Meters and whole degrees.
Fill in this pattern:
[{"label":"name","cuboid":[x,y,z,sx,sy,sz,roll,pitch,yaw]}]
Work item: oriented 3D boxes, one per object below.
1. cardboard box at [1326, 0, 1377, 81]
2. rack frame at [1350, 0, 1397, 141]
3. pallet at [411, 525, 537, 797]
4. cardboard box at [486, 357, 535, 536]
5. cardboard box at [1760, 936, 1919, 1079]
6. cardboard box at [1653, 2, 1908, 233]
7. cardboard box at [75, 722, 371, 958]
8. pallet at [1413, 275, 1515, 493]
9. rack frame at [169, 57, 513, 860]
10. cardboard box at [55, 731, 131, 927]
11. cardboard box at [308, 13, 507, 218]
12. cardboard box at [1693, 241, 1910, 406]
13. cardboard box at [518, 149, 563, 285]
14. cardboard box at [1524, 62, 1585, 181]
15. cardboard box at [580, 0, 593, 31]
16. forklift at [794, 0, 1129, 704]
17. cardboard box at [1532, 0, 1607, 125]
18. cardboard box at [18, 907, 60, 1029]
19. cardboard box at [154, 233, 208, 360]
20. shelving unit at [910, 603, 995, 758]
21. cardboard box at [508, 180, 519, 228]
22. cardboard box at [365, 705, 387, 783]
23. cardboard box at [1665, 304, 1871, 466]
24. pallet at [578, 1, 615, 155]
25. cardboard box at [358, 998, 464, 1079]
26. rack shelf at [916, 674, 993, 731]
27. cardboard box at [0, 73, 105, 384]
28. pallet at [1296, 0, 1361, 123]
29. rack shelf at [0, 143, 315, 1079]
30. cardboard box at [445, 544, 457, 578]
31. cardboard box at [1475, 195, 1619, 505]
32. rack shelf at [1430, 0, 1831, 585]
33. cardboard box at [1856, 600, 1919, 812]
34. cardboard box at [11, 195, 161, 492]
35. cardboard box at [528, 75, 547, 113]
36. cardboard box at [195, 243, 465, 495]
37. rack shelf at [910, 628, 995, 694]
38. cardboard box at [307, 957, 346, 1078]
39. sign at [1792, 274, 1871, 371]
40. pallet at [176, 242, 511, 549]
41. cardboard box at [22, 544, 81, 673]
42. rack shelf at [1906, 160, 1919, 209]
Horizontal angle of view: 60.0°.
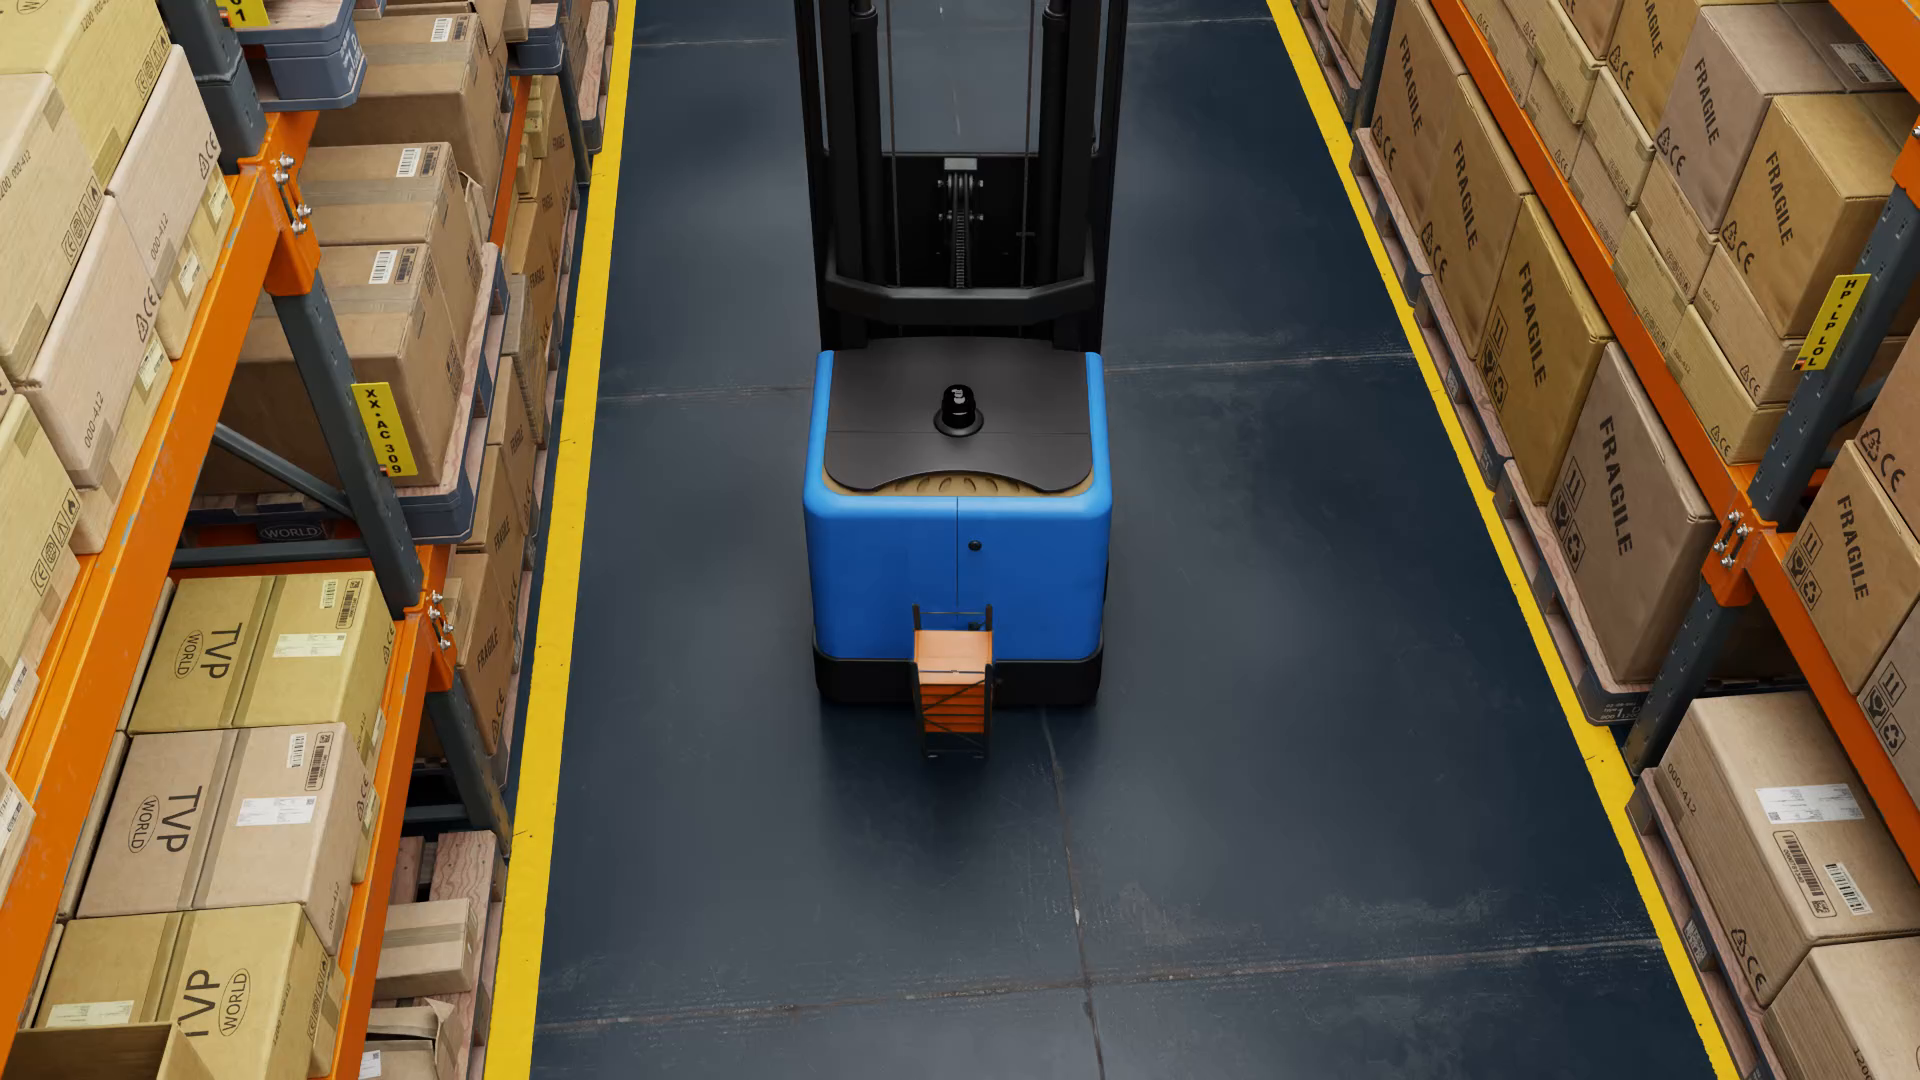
[{"label":"cardboard box","cuboid":[2.524,-2.798,8.855,0.950,0.372,0.625,-6,47,-6]},{"label":"rack frame","cuboid":[2.561,-3.148,7.666,1.000,3.000,0.127,-3,47,-3]},{"label":"pallet","cuboid":[-2.156,0.423,6.204,1.003,0.211,1.213,-3,47,-3]},{"label":"cardboard box","cuboid":[-1.958,-0.344,6.443,0.500,0.500,0.500,-5,47,-4]},{"label":"cardboard box","cuboid":[2.917,1.591,4.653,0.875,0.438,0.875,-5,47,-4]},{"label":"cardboard box","cuboid":[2.558,-1.314,5.171,0.500,0.500,0.500,-3,47,-3]},{"label":"cardboard box","cuboid":[-1.707,0.715,3.906,0.500,0.250,0.500,-3,47,-3]},{"label":"pallet","cuboid":[2.651,-0.734,7.300,1.003,0.211,1.213,-3,47,-3]},{"label":"rack frame","cuboid":[-2.050,0.050,4.637,1.000,3.000,0.127,-3,47,-3]},{"label":"cardboard box","cuboid":[-2.228,0.737,3.885,0.500,0.250,0.500,-4,47,-4]},{"label":"cardboard box","cuboid":[-1.976,-1.435,5.685,0.700,0.500,0.500,-4,47,-3]},{"label":"cardboard box","cuboid":[2.617,-0.679,5.086,0.500,0.250,0.500,-4,47,-3]},{"label":"cardboard box","cuboid":[-2.104,-1.473,7.512,0.500,0.500,0.500,-4,47,-4]},{"label":"cardboard box","cuboid":[2.495,-1.620,6.322,0.500,0.250,0.500,-3,47,-3]},{"label":"cardboard box","cuboid":[-2.486,-3.096,8.963,0.875,0.625,0.625,-2,47,-2]},{"label":"forklift","cuboid":[0.006,-1.461,6.115,1.130,2.935,3.031,0,47,0]},{"label":"cardboard box","cuboid":[2.459,-1.784,6.132,0.500,0.250,0.500,-3,47,-3]},{"label":"cardboard box","cuboid":[-2.190,0.835,3.275,0.500,0.500,0.500,-5,47,-4]},{"label":"cardboard box","cuboid":[-1.708,-0.475,3.241,0.380,0.149,0.250,-4,47,-3]},{"label":"shelving unit","cuboid":[-0.019,0.488,5.474,0.258,1.200,0.189,1,70,1]},{"label":"cardboard box","cuboid":[-2.082,-1.427,7.021,0.380,0.149,0.250,-2,47,-2]},{"label":"cardboard box","cuboid":[-1.728,0.539,4.347,0.380,0.149,0.250,-2,47,-2]},{"label":"cardboard box","cuboid":[2.607,-0.512,5.272,0.500,0.250,0.500,-4,47,-4]},{"label":"pallet","cuboid":[-2.415,-2.483,8.956,1.003,0.211,1.213,-3,47,-3]},{"label":"cardboard box","cuboid":[-1.681,1.489,4.867,0.396,0.266,0.258,-2,47,-2]},{"label":"rack shelf","cuboid":[-0.018,0.545,5.628,0.258,0.103,0.180,1,70,1]},{"label":"cardboard box","cuboid":[-1.716,-0.487,2.633,0.500,0.250,0.500,-4,47,-4]},{"label":"pallet","cuboid":[2.497,-2.755,9.214,1.003,0.211,1.213,-3,47,-3]},{"label":"rack shelf","cuboid":[-1.882,0.713,2.438,1.077,0.370,4.000,-3,47,-3]},{"label":"cardboard box","cuboid":[-1.915,0.071,5.603,0.380,0.149,0.250,-5,47,-4]},{"label":"cardboard box","cuboid":[2.681,-0.765,6.583,0.875,0.875,0.875,-2,47,-2]},{"label":"rack shelf","cuboid":[2.729,-1.454,6.556,1.077,0.370,4.000,-3,47,-3]},{"label":"cardboard box","cuboid":[2.713,0.431,4.207,0.500,0.500,0.500,-3,47,-3]},{"label":"cardboard box","cuboid":[-1.706,-0.323,2.822,0.500,0.250,0.500,-5,47,-5]},{"label":"cardboard box","cuboid":[-2.091,-2.010,7.573,0.380,0.149,0.250,-6,47,-5]},{"label":"cardboard box","cuboid":[-1.867,-0.492,4.792,0.700,0.500,0.500,-2,47,-2]},{"label":"rack shelf","cuboid":[-0.022,0.378,5.178,0.258,0.103,0.180,1,70,1]},{"label":"cardboard box","cuboid":[-1.638,1.100,3.815,0.380,0.149,0.250,-4,47,-4]},{"label":"sign","cuboid":[2.356,-0.585,4.495,0.100,0.325,0.005,-3,47,-3]},{"label":"pallet","cuboid":[-2.008,-0.469,5.260,1.003,0.211,1.213,-3,47,-3]},{"label":"cardboard box","cuboid":[-1.685,0.093,2.703,0.380,0.149,0.250,-2,47,-2]},{"label":"rack shelf","cuboid":[3.064,0.409,2.726,1.077,0.370,4.000,-3,47,-3]}]
